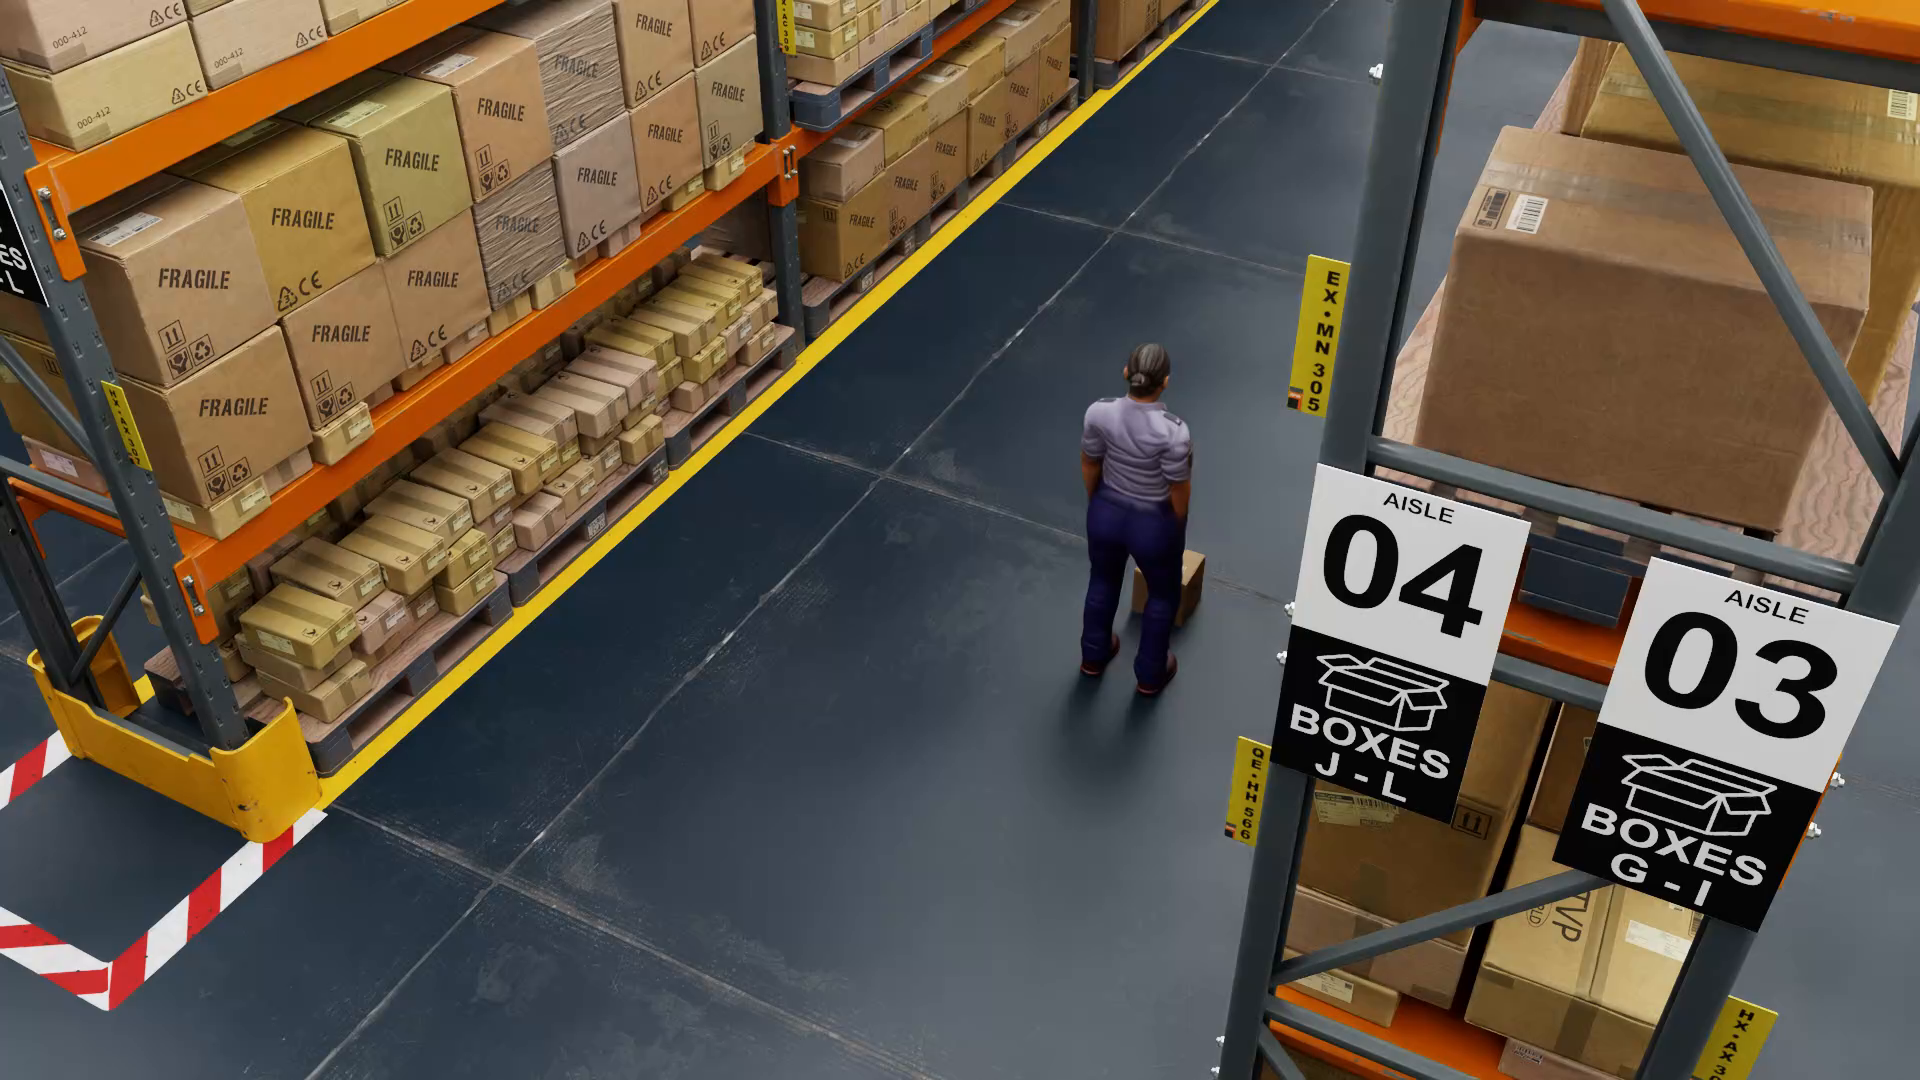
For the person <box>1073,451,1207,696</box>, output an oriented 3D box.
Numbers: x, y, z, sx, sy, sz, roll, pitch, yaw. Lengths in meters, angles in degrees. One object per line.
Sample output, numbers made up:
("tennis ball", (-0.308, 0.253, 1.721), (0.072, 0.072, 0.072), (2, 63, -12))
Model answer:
("person", (0.787, 0.155, 7.200), (0.525, 0.869, 0.833), (18, 42, 21))
